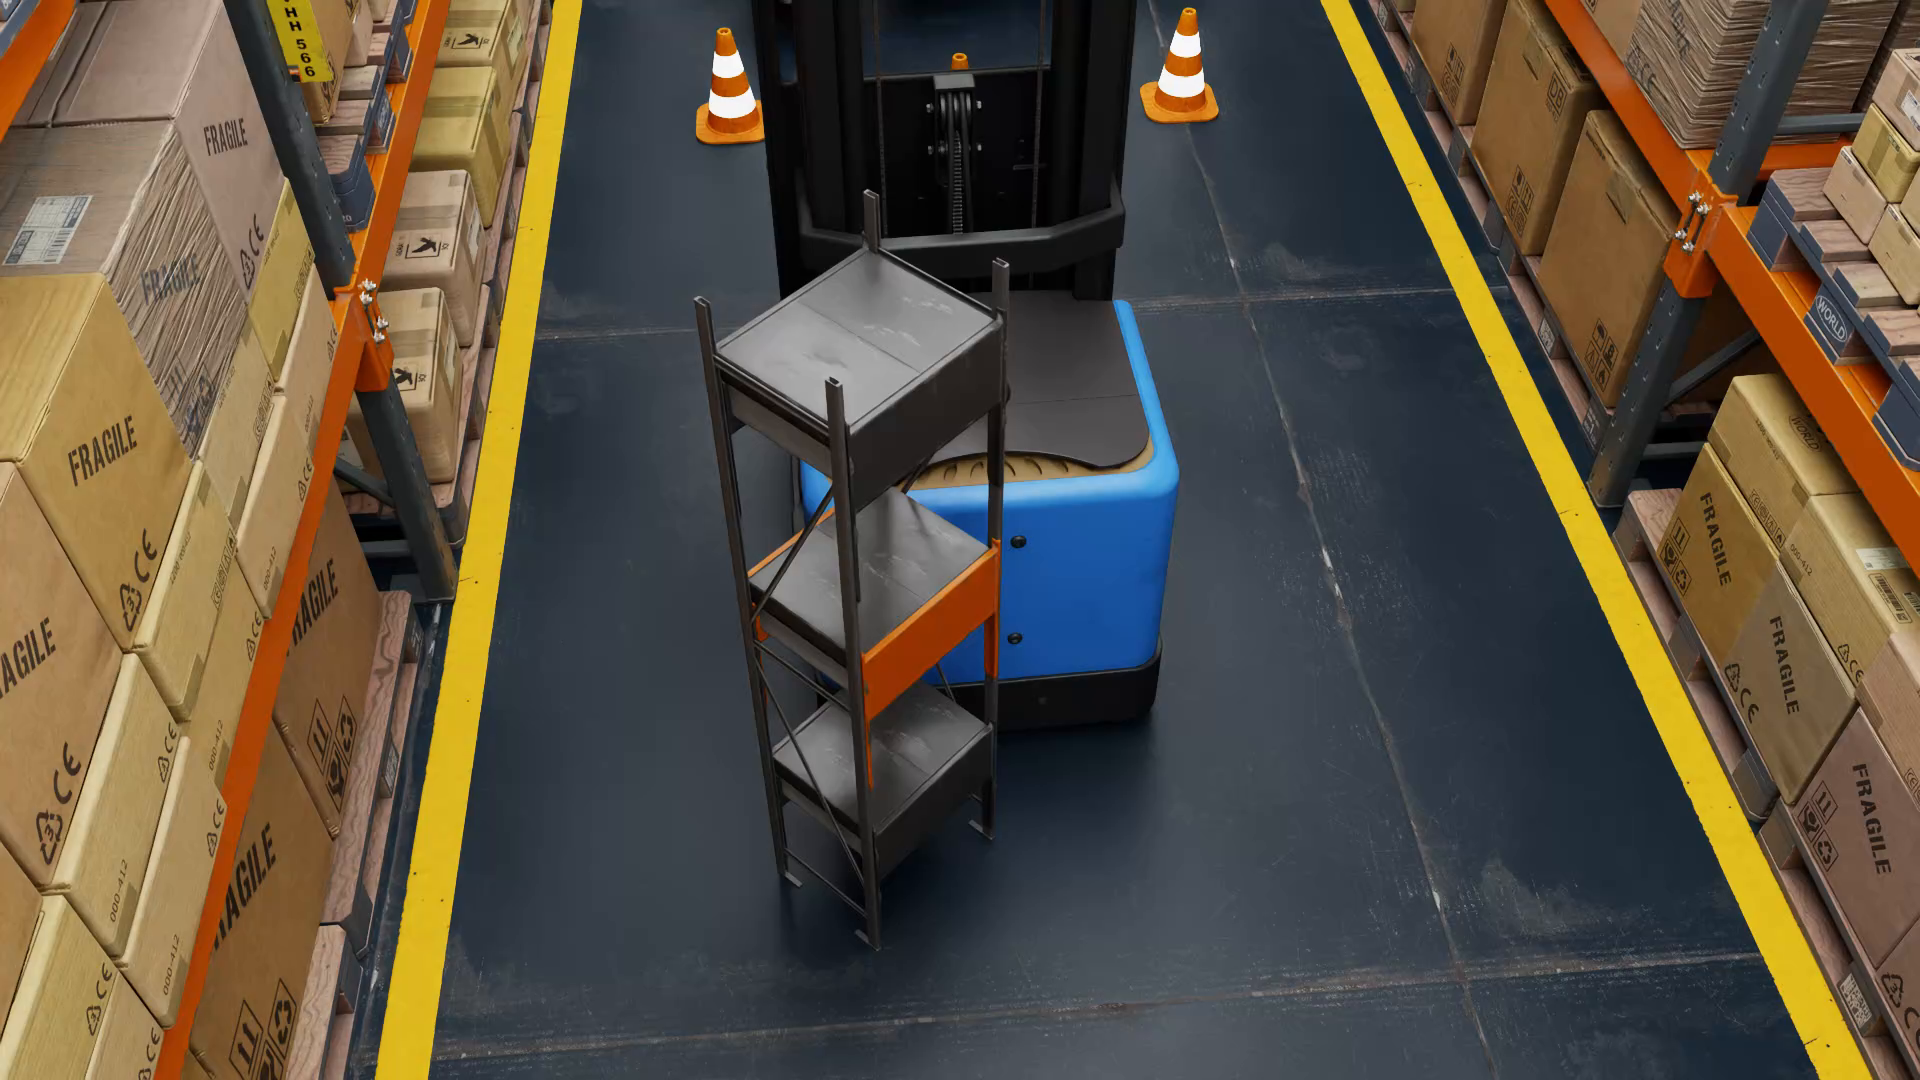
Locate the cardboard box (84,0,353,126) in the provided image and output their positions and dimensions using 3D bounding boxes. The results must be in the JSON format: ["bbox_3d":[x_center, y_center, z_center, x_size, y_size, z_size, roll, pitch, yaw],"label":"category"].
[{"bbox_3d":[-1.997,-1.459,4.503,0.500,0.500,0.500,-5,47,-4],"label":"cardboard box"}]

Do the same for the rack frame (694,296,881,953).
[{"bbox_3d":[-0.376,0.334,3.987,0.400,2.100,0.015,33,55,27],"label":"rack frame"}]

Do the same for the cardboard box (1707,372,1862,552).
[{"bbox_3d":[2.551,-0.242,4.829,0.500,0.250,0.500,-5,47,-5],"label":"cardboard box"}]

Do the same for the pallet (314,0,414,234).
[{"bbox_3d":[-2.356,-1.282,5.030,1.213,0.211,1.003,-3,47,-3],"label":"pallet"}]

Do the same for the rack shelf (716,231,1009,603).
[{"bbox_3d":[-0.215,-0.271,3.615,0.431,0.518,0.480,33,55,27],"label":"rack shelf"}]

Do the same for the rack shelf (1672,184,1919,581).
[{"bbox_3d":[2.902,0.482,3.723,1.077,0.370,4.000,-3,47,-3],"label":"rack shelf"}]

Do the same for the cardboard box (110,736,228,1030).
[{"bbox_3d":[-1.733,0.664,3.158,0.500,0.250,0.500,-4,47,-4],"label":"cardboard box"}]

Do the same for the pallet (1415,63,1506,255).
[{"bbox_3d":[2.645,-1.709,7.224,1.003,0.211,1.213,-3,47,-3],"label":"pallet"}]

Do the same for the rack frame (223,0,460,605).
[{"bbox_3d":[-2.190,-0.839,4.478,1.000,3.000,0.127,-3,47,-3],"label":"rack frame"}]

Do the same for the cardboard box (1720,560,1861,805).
[{"bbox_3d":[2.585,0.393,4.744,0.500,0.500,0.500,-3,47,-3],"label":"cardboard box"}]

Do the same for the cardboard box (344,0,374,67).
[{"bbox_3d":[-1.999,-1.551,5.036,0.380,0.149,0.250,-6,47,-6],"label":"cardboard box"}]

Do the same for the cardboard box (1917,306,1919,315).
[{"bbox_3d":[2.616,-0.545,4.084,0.380,0.149,0.250,-1,47,-1],"label":"cardboard box"}]

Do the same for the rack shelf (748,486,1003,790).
[{"bbox_3d":[-0.215,0.210,4.123,0.431,0.518,0.480,33,55,27],"label":"rack shelf"}]

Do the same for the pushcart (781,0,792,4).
[{"bbox_3d":[-0.257,-3.006,8.337,1.648,0.377,0.936,-19,49,-17],"label":"pushcart"}]

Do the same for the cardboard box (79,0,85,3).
[{"bbox_3d":[-2.505,-1.432,4.477,0.500,0.500,0.500,-5,47,-4],"label":"cardboard box"}]

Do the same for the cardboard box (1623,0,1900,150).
[{"bbox_3d":[2.429,-1.557,5.089,0.500,0.500,0.500,-3,47,-3],"label":"cardboard box"}]

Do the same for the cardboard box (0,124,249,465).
[{"bbox_3d":[-1.835,-0.488,3.389,0.500,0.500,0.500,-3,47,-3],"label":"cardboard box"}]

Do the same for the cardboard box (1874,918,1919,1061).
[{"bbox_3d":[2.675,1.134,4.043,0.500,0.500,0.500,-4,47,-4],"label":"cardboard box"}]

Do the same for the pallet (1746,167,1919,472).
[{"bbox_3d":[2.900,-0.638,4.420,1.213,0.211,1.003,-3,47,-3],"label":"pallet"}]

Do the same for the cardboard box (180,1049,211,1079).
[{"bbox_3d":[-2.070,1.545,3.395,0.875,0.875,0.875,-2,47,-2],"label":"cardboard box"}]

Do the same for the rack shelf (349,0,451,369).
[{"bbox_3d":[-2.357,-2.038,6.110,1.077,0.370,4.000,-3,47,-3],"label":"rack shelf"}]

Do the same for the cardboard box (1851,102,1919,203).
[{"bbox_3d":[2.575,-1.011,4.321,0.380,0.149,0.250,-2,47,-2],"label":"cardboard box"}]

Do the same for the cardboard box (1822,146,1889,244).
[{"bbox_3d":[2.571,-0.935,4.453,0.380,0.149,0.250,-4,47,-4],"label":"cardboard box"}]

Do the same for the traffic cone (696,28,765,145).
[{"bbox_3d":[-1.026,-2.048,7.371,0.336,0.463,0.334,-3,47,-3],"label":"traffic cone"}]

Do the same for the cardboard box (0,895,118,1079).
[{"bbox_3d":[-1.698,0.857,2.631,0.500,0.250,0.500,-3,47,-3],"label":"cardboard box"}]

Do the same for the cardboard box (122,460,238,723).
[{"bbox_3d":[-1.786,0.116,3.333,0.500,0.250,0.500,-5,47,-4],"label":"cardboard box"}]

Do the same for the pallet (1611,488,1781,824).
[{"bbox_3d":[2.798,0.312,5.309,1.003,0.211,1.213,-3,47,-3],"label":"pallet"}]

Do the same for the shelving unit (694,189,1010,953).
[{"bbox_3d":[-0.215,0.201,4.113,0.431,2.100,0.503,33,55,27],"label":"shelving unit"}]

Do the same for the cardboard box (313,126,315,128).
[{"bbox_3d":[-2.032,-1.143,4.651,0.380,0.149,0.250,-6,47,-6],"label":"cardboard box"}]

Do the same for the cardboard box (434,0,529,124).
[{"bbox_3d":[-2.415,-2.074,7.169,0.950,0.372,0.625,-1,47,-1],"label":"cardboard box"}]

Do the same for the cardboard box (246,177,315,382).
[{"bbox_3d":[-1.896,-0.624,4.034,0.500,0.250,0.500,-4,47,-3],"label":"cardboard box"}]

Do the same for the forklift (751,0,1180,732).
[{"bbox_3d":[-0.072,-1.462,5.116,1.130,2.935,3.031,-5,47,-5],"label":"forklift"}]

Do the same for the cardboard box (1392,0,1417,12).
[{"bbox_3d":[2.541,-3.034,7.818,1.050,0.750,0.750,-4,47,-3],"label":"cardboard box"}]

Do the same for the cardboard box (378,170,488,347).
[{"bbox_3d":[-2.297,-1.022,6.173,0.950,0.372,0.625,-4,47,-4],"label":"cardboard box"}]

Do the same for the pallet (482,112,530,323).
[{"bbox_3d":[-2.353,-1.326,6.860,1.003,0.211,1.213,-3,47,-3],"label":"pallet"}]

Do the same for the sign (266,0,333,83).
[{"bbox_3d":[-1.637,-1.273,4.092,0.100,0.325,0.005,-3,47,-3],"label":"sign"}]

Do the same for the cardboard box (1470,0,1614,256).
[{"bbox_3d":[2.697,-1.662,6.518,1.050,0.750,0.750,-3,47,-3],"label":"cardboard box"}]

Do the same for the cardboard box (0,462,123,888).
[{"bbox_3d":[-1.764,0.238,2.701,0.500,0.500,0.500,-4,47,-4],"label":"cardboard box"}]

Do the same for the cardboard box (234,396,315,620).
[{"bbox_3d":[-1.830,-0.068,3.852,0.500,0.250,0.500,-3,47,-3],"label":"cardboard box"}]

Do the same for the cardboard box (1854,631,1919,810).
[{"bbox_3d":[2.622,0.484,4.142,0.500,0.250,0.500,-3,47,-3],"label":"cardboard box"}]

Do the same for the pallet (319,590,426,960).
[{"bbox_3d":[-2.199,0.695,4.946,1.003,0.211,1.213,-3,47,-3],"label":"pallet"}]

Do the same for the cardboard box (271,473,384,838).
[{"bbox_3d":[-2.215,0.252,4.619,0.875,0.875,0.875,-4,47,-4],"label":"cardboard box"}]
